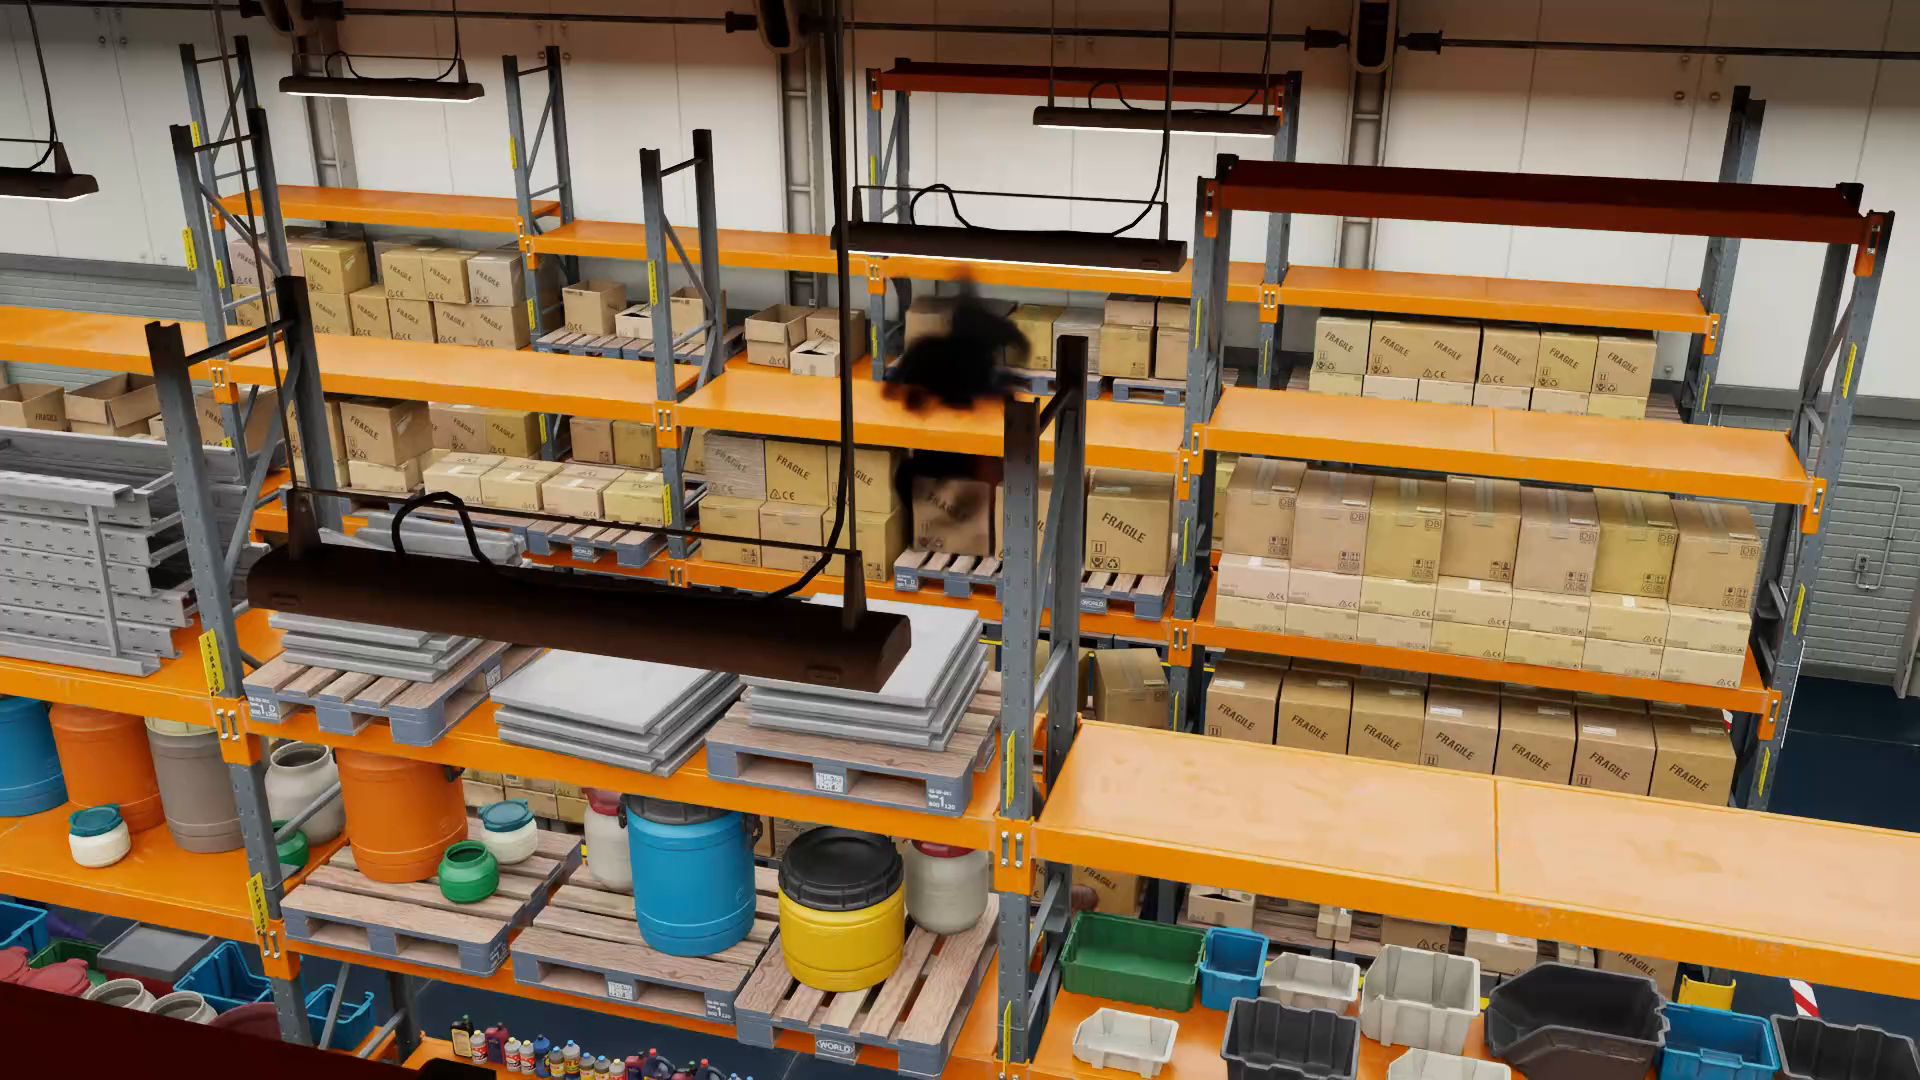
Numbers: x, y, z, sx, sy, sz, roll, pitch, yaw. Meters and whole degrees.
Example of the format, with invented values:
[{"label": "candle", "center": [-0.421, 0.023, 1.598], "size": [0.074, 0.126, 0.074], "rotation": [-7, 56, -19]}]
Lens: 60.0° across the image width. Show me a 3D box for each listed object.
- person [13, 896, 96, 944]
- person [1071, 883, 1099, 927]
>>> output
[{"label": "person", "center": [-7.030, 2.498, 12.635], "size": [0.889, 1.602, 0.615], "rotation": [5, 23, 11]}, {"label": "person", "center": [0.898, 3.055, 11.431], "size": [0.557, 1.557, 0.561], "rotation": [3, 23, 6]}]
